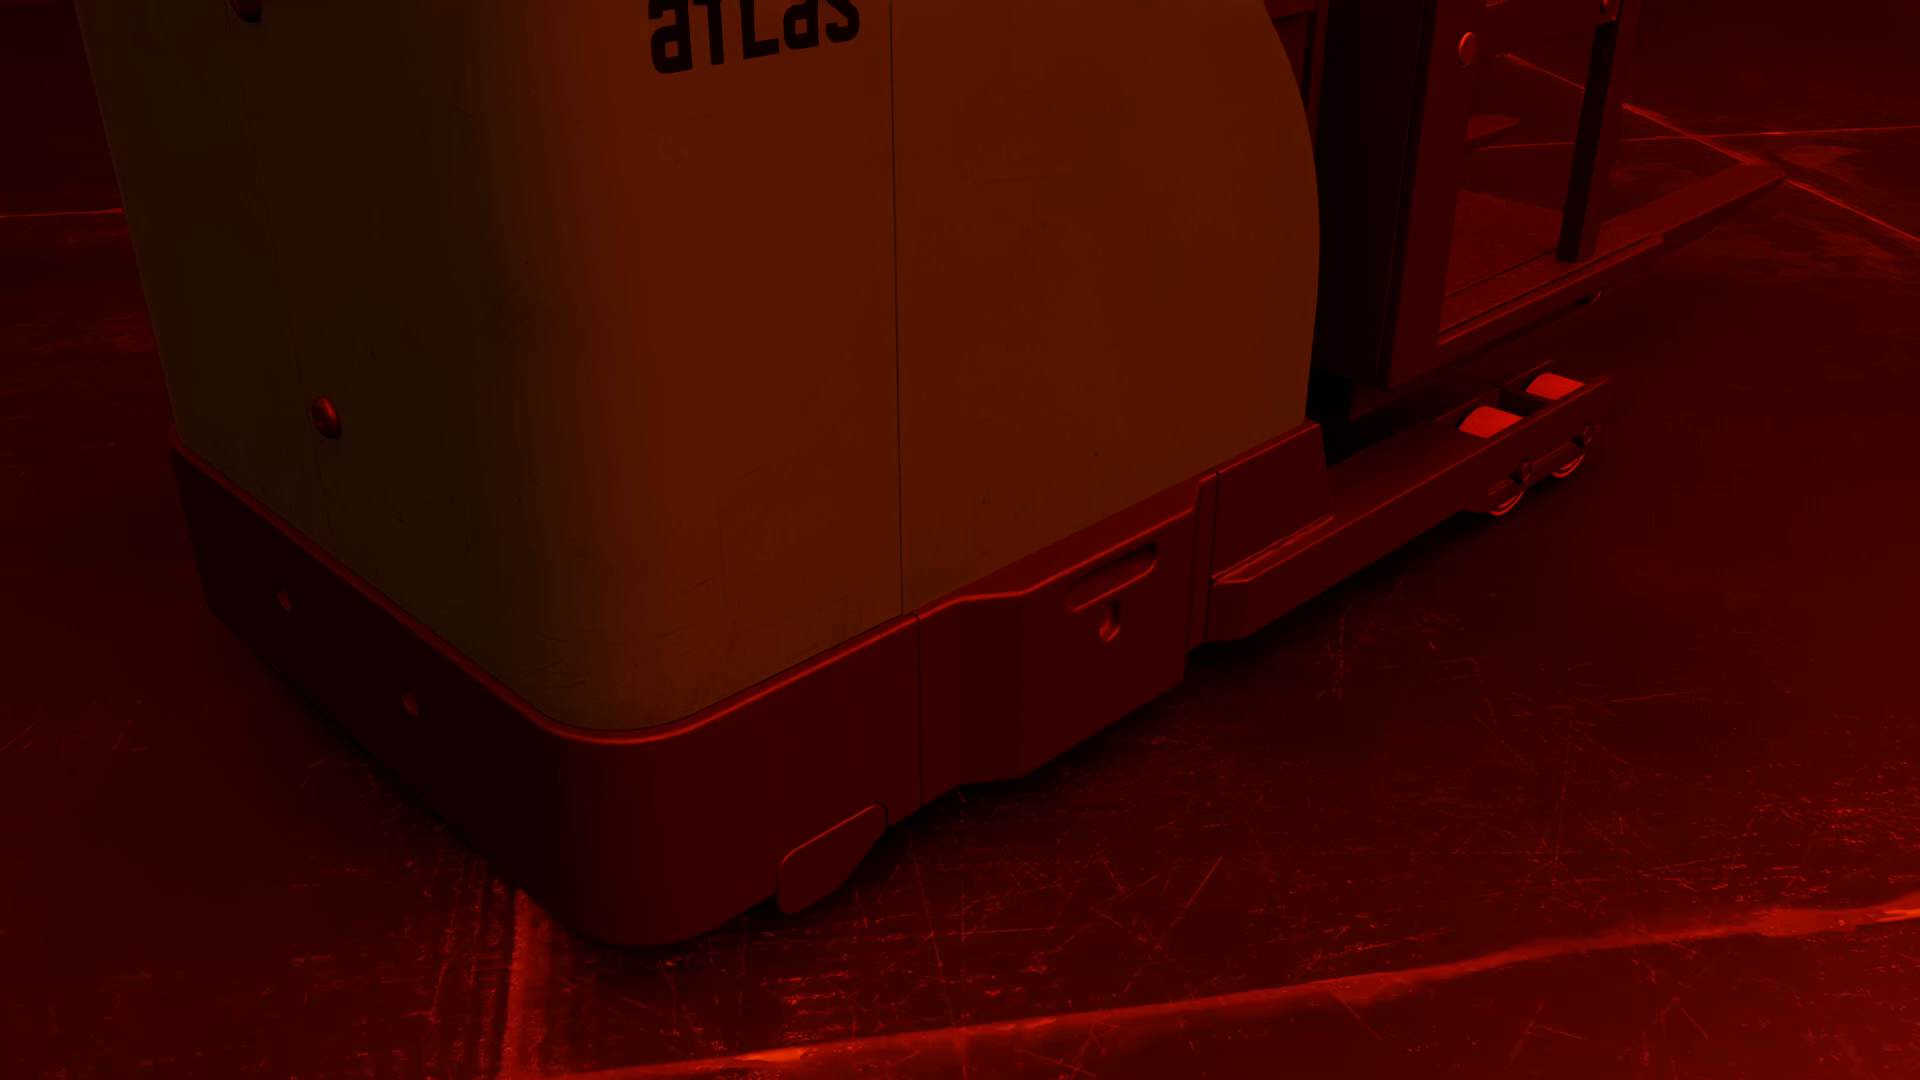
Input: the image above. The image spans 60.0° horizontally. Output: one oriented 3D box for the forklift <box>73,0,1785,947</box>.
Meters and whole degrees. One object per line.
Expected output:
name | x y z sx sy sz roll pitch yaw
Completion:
forklift | 0.408 -1.487 2.176 3.031 2.935 1.130 -24 36 -38
